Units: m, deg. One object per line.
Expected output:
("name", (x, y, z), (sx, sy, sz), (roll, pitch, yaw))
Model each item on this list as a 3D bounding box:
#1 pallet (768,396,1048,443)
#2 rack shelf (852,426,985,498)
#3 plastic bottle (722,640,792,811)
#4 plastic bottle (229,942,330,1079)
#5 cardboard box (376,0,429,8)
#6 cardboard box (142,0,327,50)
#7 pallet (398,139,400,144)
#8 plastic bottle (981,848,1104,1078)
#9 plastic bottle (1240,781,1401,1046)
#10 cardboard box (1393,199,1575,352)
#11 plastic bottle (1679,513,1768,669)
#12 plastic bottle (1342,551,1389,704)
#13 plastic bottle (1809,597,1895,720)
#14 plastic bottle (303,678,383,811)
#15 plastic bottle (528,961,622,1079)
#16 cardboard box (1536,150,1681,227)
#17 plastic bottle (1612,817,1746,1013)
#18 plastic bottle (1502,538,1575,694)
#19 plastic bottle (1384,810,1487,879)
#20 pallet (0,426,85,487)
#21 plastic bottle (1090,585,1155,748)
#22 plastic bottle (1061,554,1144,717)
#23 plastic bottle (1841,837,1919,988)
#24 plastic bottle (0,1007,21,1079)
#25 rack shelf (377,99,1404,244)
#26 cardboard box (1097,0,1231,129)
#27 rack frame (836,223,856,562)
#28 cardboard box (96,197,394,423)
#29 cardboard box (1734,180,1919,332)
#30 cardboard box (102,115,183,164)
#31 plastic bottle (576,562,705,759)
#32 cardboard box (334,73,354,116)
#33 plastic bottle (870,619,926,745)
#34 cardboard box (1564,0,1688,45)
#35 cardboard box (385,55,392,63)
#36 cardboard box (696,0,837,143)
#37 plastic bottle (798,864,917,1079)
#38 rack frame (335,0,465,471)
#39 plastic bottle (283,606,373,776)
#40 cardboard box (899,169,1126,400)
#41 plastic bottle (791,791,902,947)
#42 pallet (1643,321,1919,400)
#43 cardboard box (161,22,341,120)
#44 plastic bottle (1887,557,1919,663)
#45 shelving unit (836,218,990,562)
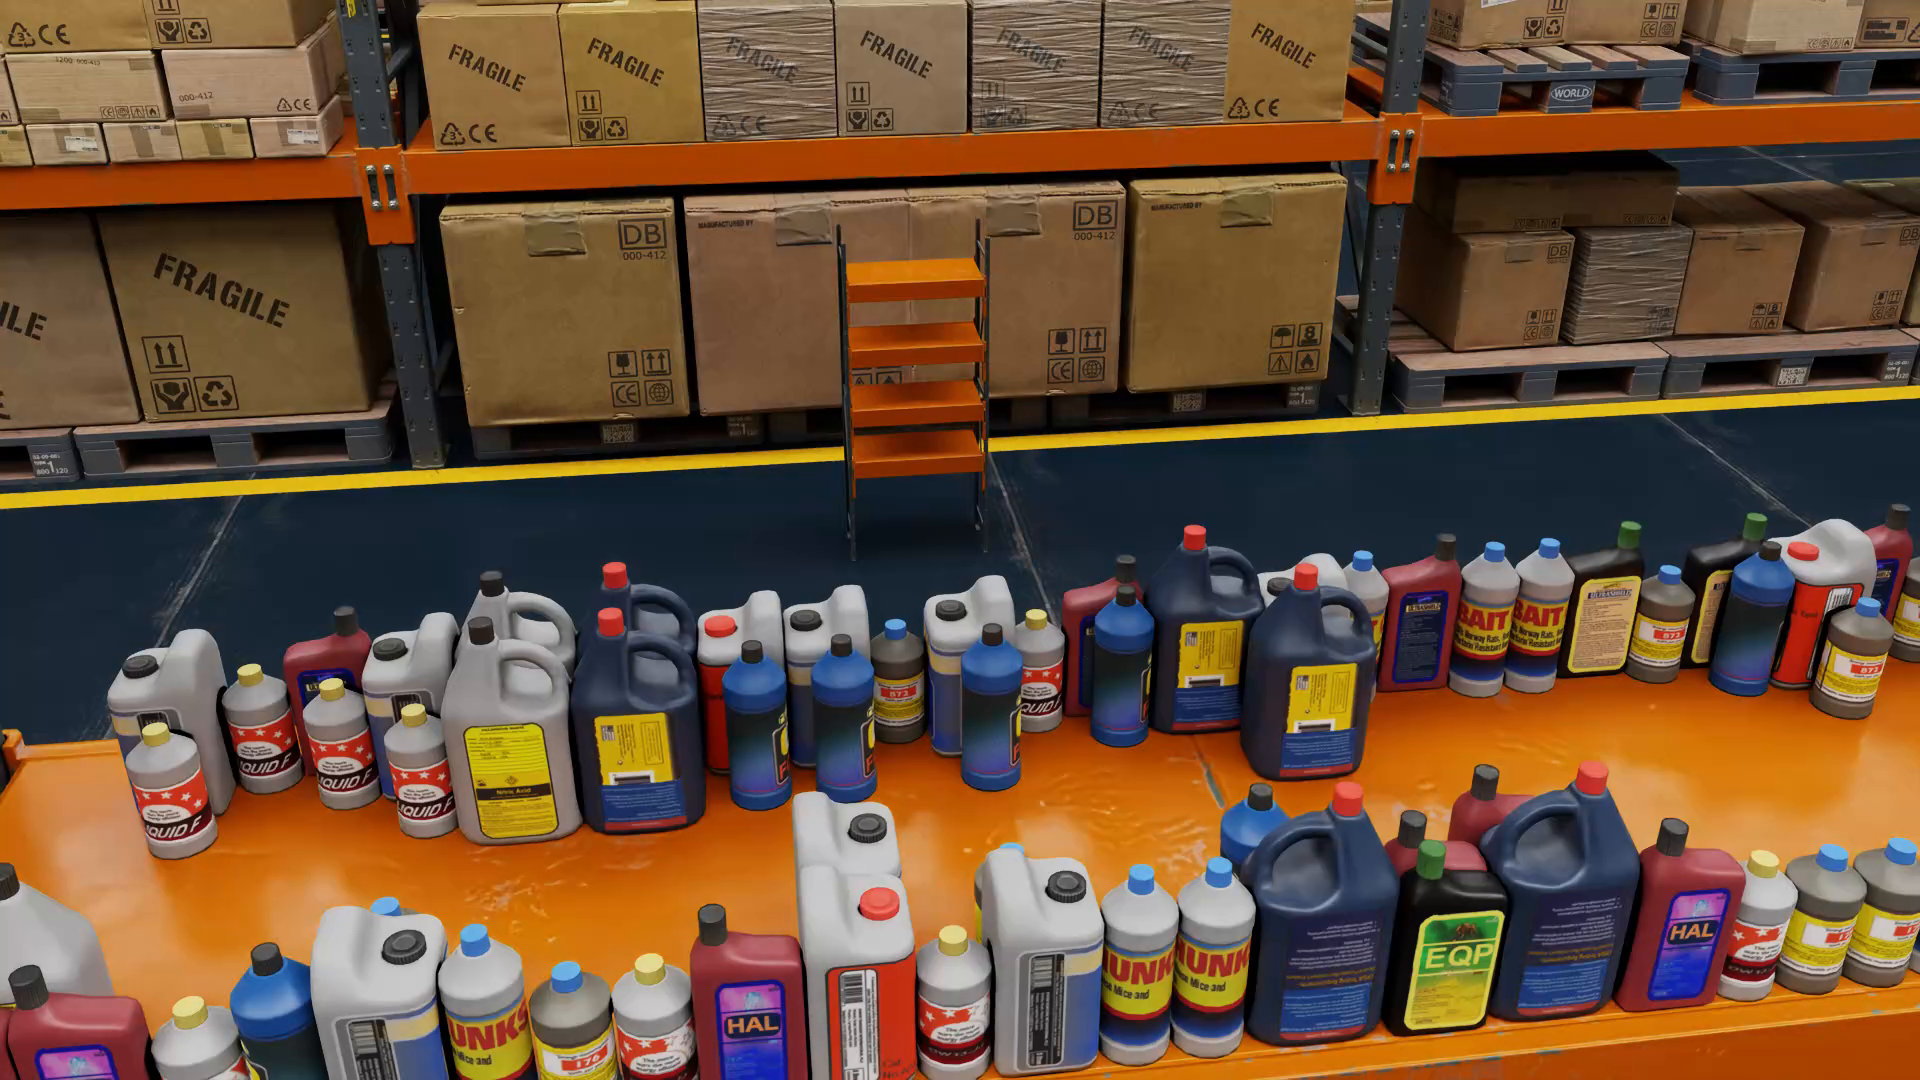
("pallet", (-0.281, -0.768, 7.516), (1.213, 0.211, 1.003), (-4, 27, -7))
("rack shelf", (-0.164, -0.287, 6.077), (0.480, 0.148, 0.258), (-4, 27, -7))
("plastic bottle", (-0.313, 0.279, 2.562), (0.097, 0.271, 0.097), (0, 27, 0))
("plastic bottle", (-0.793, 0.589, 1.957), (0.097, 0.271, 0.097), (0, 27, 0))
("cardboard box", (-5.149, -5.325, 15.688), (0.875, 0.438, 0.875), (-4, 27, -9))
("cardboard box", (-2.663, -2.096, 6.065), (0.500, 0.500, 0.500), (-3, 27, -6))
("pallet", (-3.497, -2.796, 11.467), (1.213, 0.211, 1.003), (-4, 27, -7))
("plastic bottle", (0.103, 0.517, 2.093), (0.135, 0.276, 0.152), (-4, 27, -7))
("plastic bottle", (0.454, 0.463, 2.116), (0.185, 0.351, 0.144), (-4, 27, -7))
("cardboard box", (2.376, -1.236, 7.630), (0.500, 0.500, 0.700), (-5, 28, -10))
("plastic bottle", (1.335, 0.089, 2.919), (0.133, 0.283, 0.061), (-4, 27, -7))
("plastic bottle", (0.670, 0.145, 2.822), (0.097, 0.271, 0.097), (0, 27, 0))
("plastic bottle", (1.510, 0.193, 2.807), (0.097, 0.201, 0.097), (0, 27, 0))
("plastic bottle", (-0.959, 0.309, 2.580), (0.097, 0.201, 0.097), (0, 27, 0))
("plastic bottle", (-0.467, 0.599, 2.014), (0.097, 0.201, 0.097), (0, 27, 0))
("cardboard box", (2.899, -1.613, 7.542), (0.500, 0.250, 0.500), (-1, 27, -1))
("plastic bottle", (0.933, 0.481, 2.154), (0.133, 0.283, 0.061), (-4, 27, -7))
("plastic bottle", (0.995, 0.124, 2.863), (0.097, 0.271, 0.097), (0, 27, 0))
("plastic bottle", (0.609, 0.474, 2.168), (0.133, 0.283, 0.061), (-4, 27, -7))
("pallet", (-4.220, -0.514, 7.020), (1.213, 0.211, 1.003), (-4, 27, -7))
("plastic bottle", (0.266, 0.199, 2.717), (0.097, 0.271, 0.097), (0, 27, 0))
("plastic bottle", (0.237, 0.159, 2.782), (0.133, 0.283, 0.061), (-4, 27, -7))
("plastic bottle", (1.237, 0.490, 2.227), (0.097, 0.201, 0.097), (0, 27, 0))
("plastic bottle", (-1.133, 0.614, 1.895), (0.133, 0.283, 0.061), (-4, 27, -7))
("rack shelf", (-0.265, -1.654, 6.975), (4.000, 0.370, 1.077), (-4, 27, -7))
("cardboard box", (0.767, -1.973, 6.700), (0.500, 0.500, 0.500), (-4, 27, -8))
("rack frame", (-0.406, -0.508, 5.925), (0.015, 1.200, 0.240), (-4, 27, -7))
("cardboard box", (-2.910, -1.082, 6.941), (0.875, 0.875, 0.875), (-4, 27, -7))
("cardboard box", (4.037, -1.352, 7.855), (0.500, 0.500, 0.700), (-6, 28, -12))
("cardboard box", (-3.011, -1.534, 6.230), (0.250, 0.149, 0.380), (-4, 27, -8))
("plastic bottle", (-0.508, 0.196, 2.636), (0.185, 0.351, 0.144), (-4, 27, -7))
("cardboard box", (-2.585, -1.866, 6.877), (0.250, 0.149, 0.380), (-4, 27, -7))
("plastic bottle", (-0.105, 0.226, 2.741), (0.097, 0.201, 0.097), (0, 27, 0))
("cardboard box", (2.784, -2.465, 7.199), (0.500, 0.500, 0.700), (0, 27, 1))
("cardboard box", (-3.913, -3.103, 11.024), (0.250, 0.149, 0.380), (-3, 27, -5))
("cardboard box", (-0.762, -1.871, 6.502), (0.500, 0.500, 0.500), (-4, 27, -8))
("plastic bottle", (-0.127, 0.532, 2.064), (0.135, 0.276, 0.152), (-4, 27, -7))
("rack frame", (-2.245, -1.846, 6.563), (0.127, 3.000, 1.000), (-4, 27, -7))
("plastic bottle", (-0.987, 0.238, 2.628), (0.133, 0.283, 0.061), (-4, 27, -7))
("cardboard box", (0.146, -1.255, 7.277), (0.875, 0.875, 1.225), (-4, 27, -7))
("plastic bottle", (-0.148, 0.463, 2.198), (0.135, 0.276, 0.152), (-4, 27, -7))
("pallet", (3.695, -0.985, 7.939), (1.213, 0.211, 1.003), (-4, 27, -7))
("cardboard box", (-2.646, -1.765, 6.243), (0.500, 0.250, 0.500), (-4, 27, -8))
("plastic bottle", (1.717, 0.109, 2.969), (0.097, 0.201, 0.097), (0, 27, 0))
("shelving unit", (-0.164, -0.523, 5.956), (0.503, 1.200, 0.258), (-4, 27, -7))
